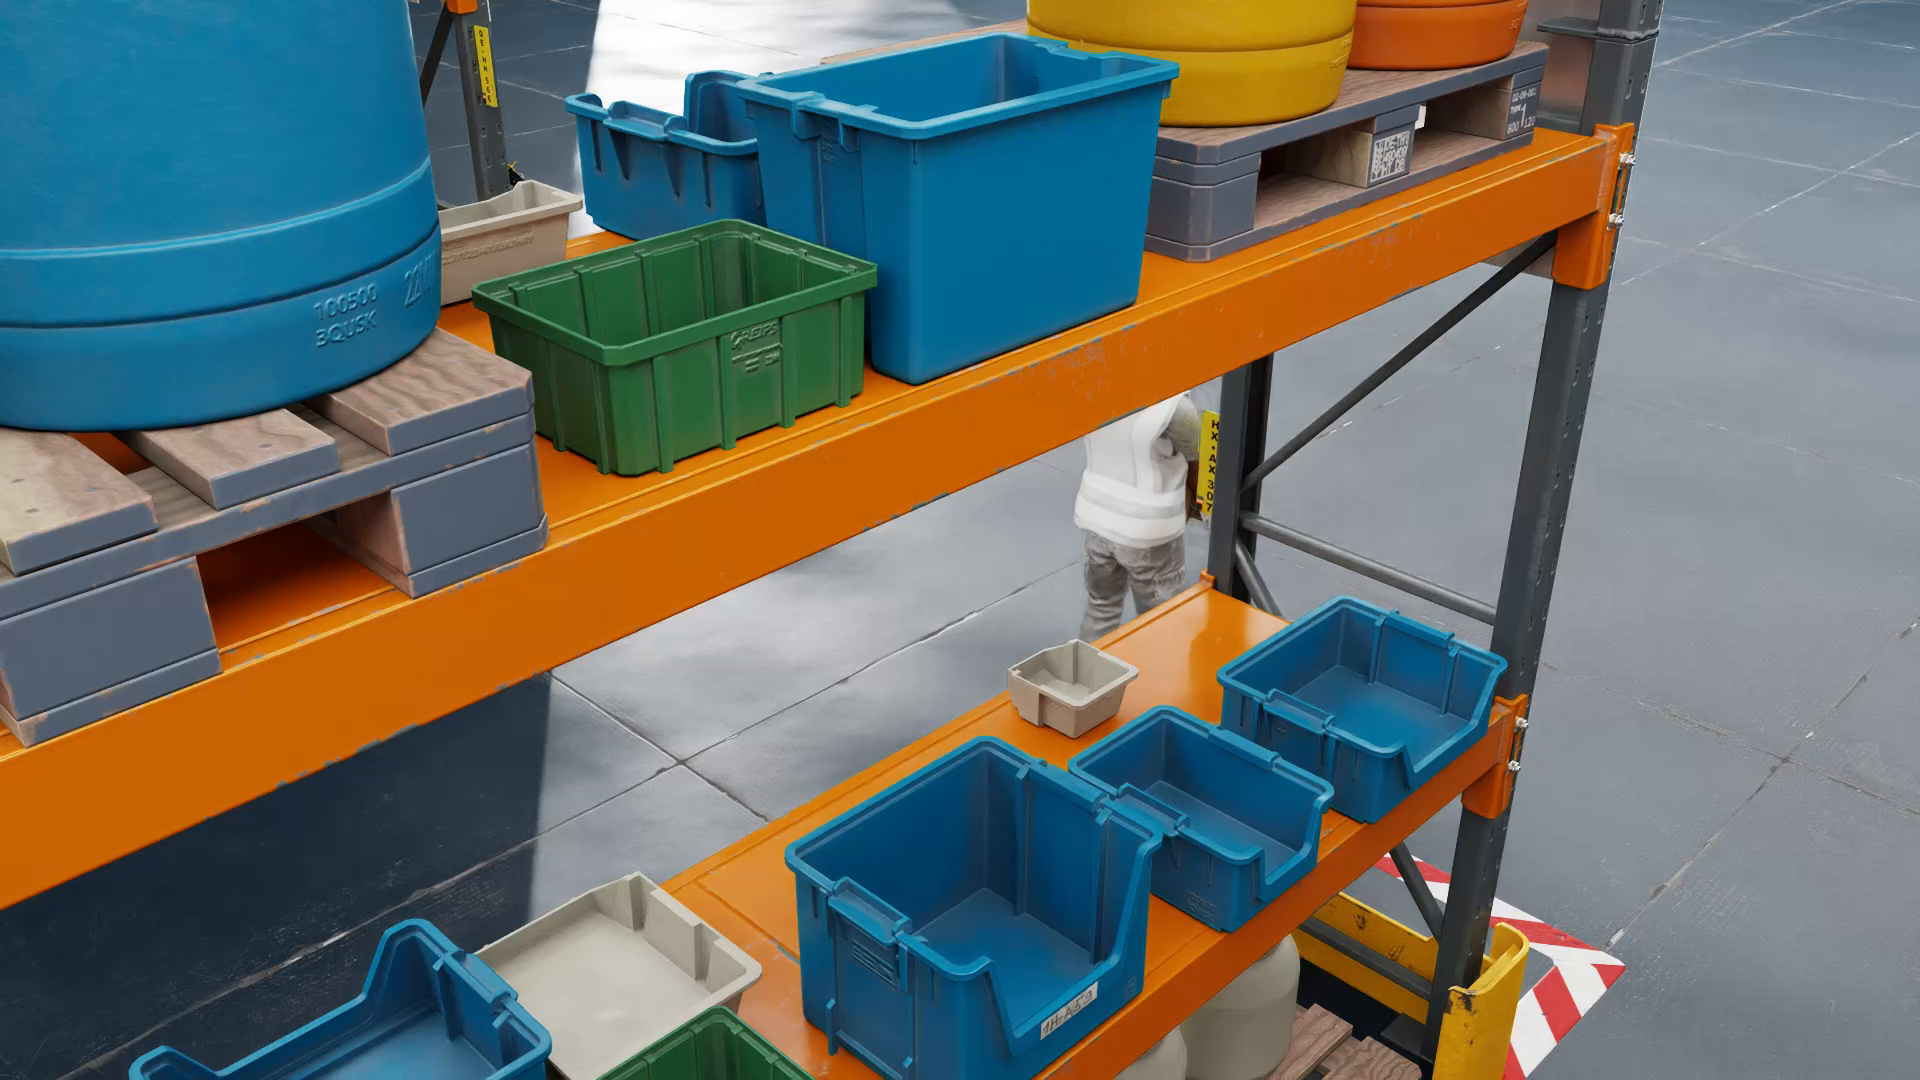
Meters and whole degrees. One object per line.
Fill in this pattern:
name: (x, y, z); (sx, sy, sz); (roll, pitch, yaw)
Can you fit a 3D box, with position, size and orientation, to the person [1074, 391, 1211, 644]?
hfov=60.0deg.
person: (0.707, -0.094, 6.279); (0.491, 1.781, 0.583); (24, 36, 38)
